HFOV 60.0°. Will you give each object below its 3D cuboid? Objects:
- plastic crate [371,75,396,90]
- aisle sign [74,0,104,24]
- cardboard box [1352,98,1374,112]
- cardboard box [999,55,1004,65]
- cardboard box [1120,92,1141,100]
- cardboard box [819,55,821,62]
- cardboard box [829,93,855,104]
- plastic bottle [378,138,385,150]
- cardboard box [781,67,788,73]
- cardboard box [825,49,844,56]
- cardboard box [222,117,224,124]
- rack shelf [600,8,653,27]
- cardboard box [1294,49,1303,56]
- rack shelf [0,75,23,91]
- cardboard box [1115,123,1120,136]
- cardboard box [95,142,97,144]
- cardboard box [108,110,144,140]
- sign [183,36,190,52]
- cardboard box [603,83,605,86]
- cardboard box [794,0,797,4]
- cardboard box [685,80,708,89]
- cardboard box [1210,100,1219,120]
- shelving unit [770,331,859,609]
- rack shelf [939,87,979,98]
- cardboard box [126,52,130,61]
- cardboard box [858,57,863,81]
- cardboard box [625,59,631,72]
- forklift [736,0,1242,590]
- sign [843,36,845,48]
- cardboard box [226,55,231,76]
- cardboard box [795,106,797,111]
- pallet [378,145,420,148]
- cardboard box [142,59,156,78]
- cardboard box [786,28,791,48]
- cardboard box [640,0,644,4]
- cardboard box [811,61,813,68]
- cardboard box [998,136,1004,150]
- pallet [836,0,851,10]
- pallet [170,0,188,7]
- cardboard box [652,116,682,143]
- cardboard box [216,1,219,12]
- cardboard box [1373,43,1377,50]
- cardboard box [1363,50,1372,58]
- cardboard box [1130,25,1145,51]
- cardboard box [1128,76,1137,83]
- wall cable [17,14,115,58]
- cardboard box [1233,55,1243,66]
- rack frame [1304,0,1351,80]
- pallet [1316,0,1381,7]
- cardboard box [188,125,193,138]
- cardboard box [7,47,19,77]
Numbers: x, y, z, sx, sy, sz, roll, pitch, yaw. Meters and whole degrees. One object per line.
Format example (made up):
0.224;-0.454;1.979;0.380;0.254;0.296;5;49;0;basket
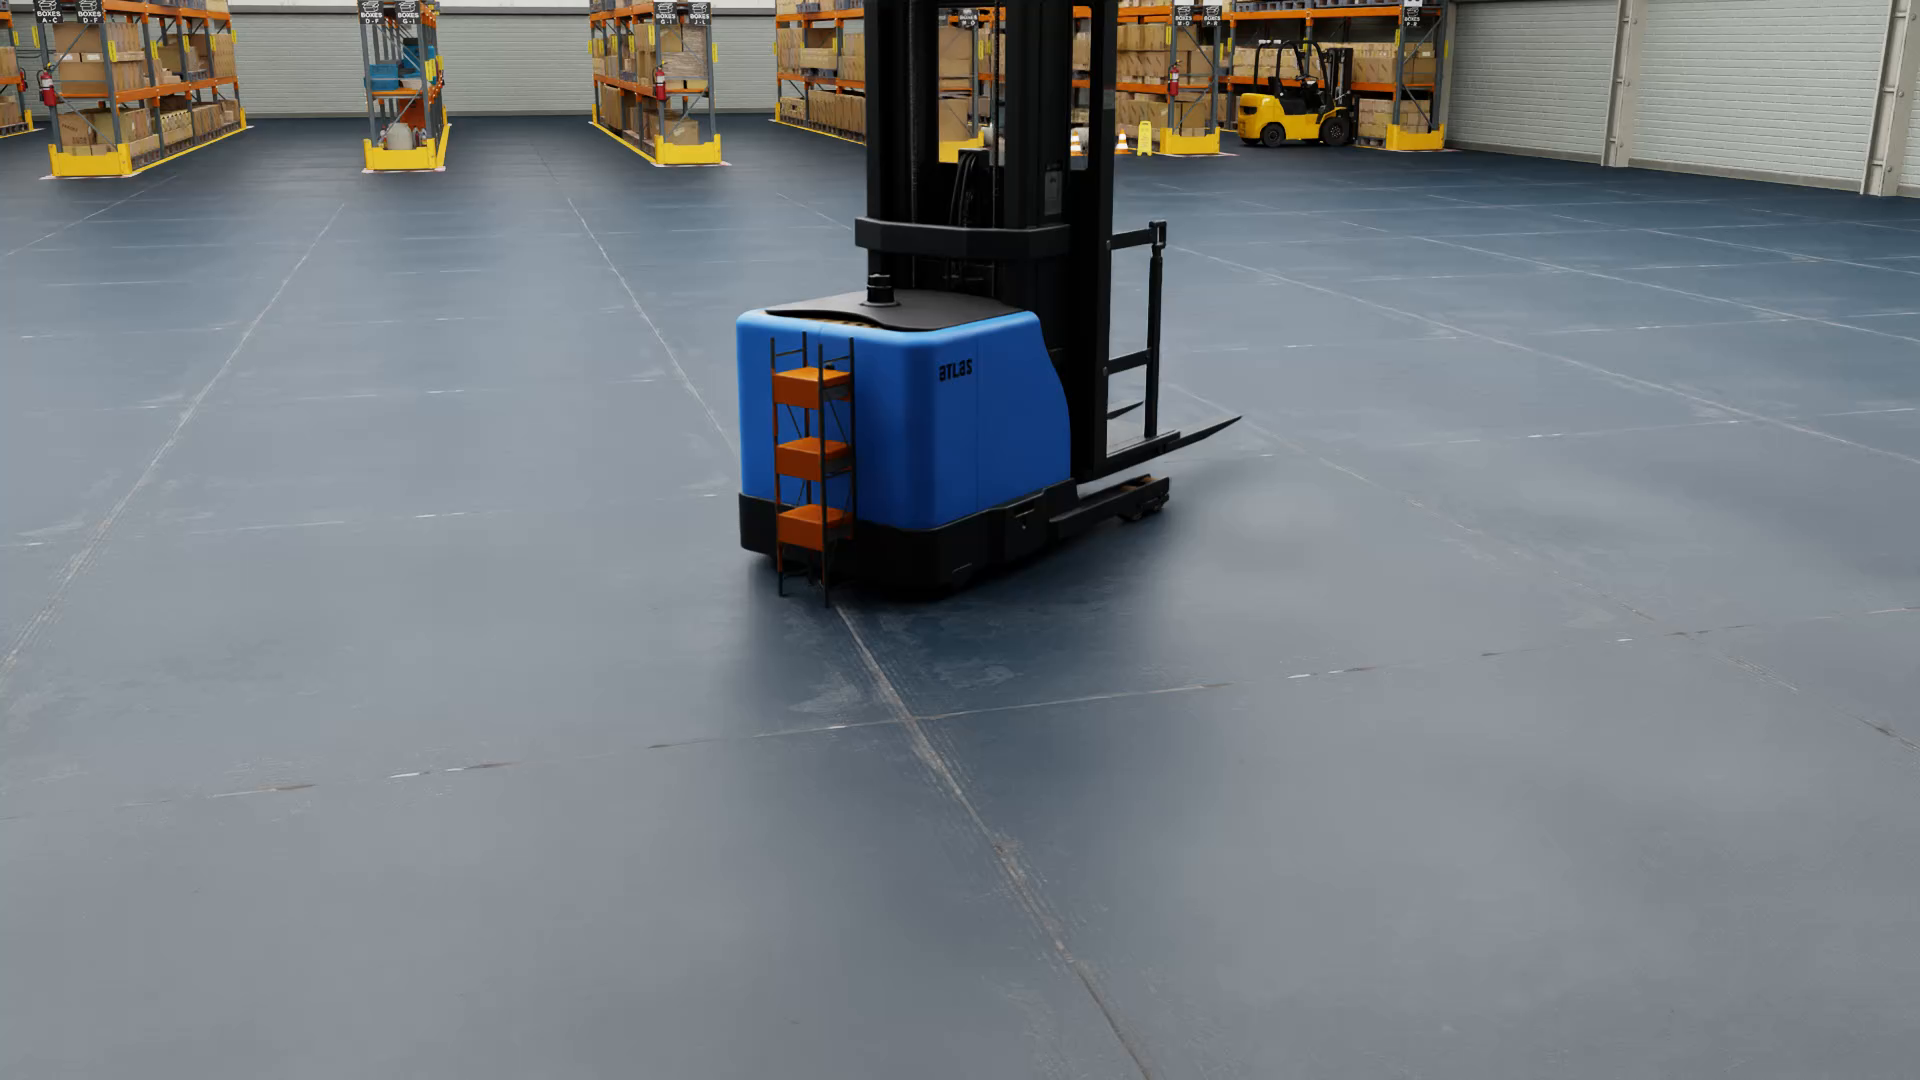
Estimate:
-10.308;-8.154;29.642;0.499;0.251;0.408;-5;17;-15;plastic crate
-14.161;-8.791;26.985;0.394;0.787;0.004;-5;17;-15;aisle sign
8.632;-9.244;35.325;0.500;0.250;0.500;-4;17;-15;cardboard box
1.303;-12.306;42.598;0.500;0.250;0.500;-4;17;-14;cardboard box
3.581;-9.326;34.903;0.380;0.149;0.250;-4;17;-12;cardboard box
-3.141;-11.438;39.507;0.380;0.149;0.250;-5;17;-15;cardboard box
-2.789;-10.431;39.274;0.500;0.250;0.500;-5;17;-17;cardboard box
-10.636;-7.274;30.554;0.097;0.201;0.097;0;17;0;plastic bottle
-4.642;-12.730;45.055;0.380;0.149;0.250;-5;17;-17;cardboard box
-2.925;-11.364;38.743;0.380;0.149;0.250;-5;18;-17;cardboard box
-17.926;-10.085;39.970;0.380;0.166;0.250;-5;17;-15;cardboard box
-7.695;-12.180;38.823;1.077;0.370;4.000;-5;17;-15;rack shelf
7.858;-11.111;37.925;0.380;0.149;0.250;-5;17;-16;cardboard box
-23.083;-10.675;39.027;1.077;0.370;4.000;-5;17;-15;rack shelf
3.542;-8.765;35.466;0.500;0.250;0.500;-4;17;-12;cardboard box
-15.054;-6.686;28.547;0.500;0.250;0.500;-5;17;-15;cardboard box
-14.816;-7.364;29.500;0.500;0.500;0.500;-5;17;-15;cardboard box
-16.139;-10.352;34.688;0.100;0.325;0.005;-5;17;-15;sign
-8.842;-11.509;43.515;0.875;0.875;0.875;-5;17;-15;cardboard box
-3.952;-13.862;42.564;0.500;0.250;0.500;-5;18;-18;cardboard box
-4.796;-8.299;30.304;0.380;0.149;0.250;-5;17;-15;cardboard box
6.704;-10.955;42.323;0.500;0.500;0.500;-5;17;-16;cardboard box
-0.569;-0.275;6.542;0.252;1.050;0.215;12;21;35;shelving unit
-0.700;-8.895;33.100;1.077;0.370;4.000;-5;17;-15;rack shelf
-14.868;-8.522;29.307;0.380;0.149;0.250;-4;17;-13;cardboard box
-1.928;-10.243;36.165;0.500;0.500;0.500;-5;17;-15;cardboard box
-6.906;-10.182;35.667;0.500;0.250;0.500;-5;17;-17;cardboard box
0.342;-1.568;7.578;1.130;2.935;3.031;12;21;35;forklift
-2.916;-12.605;42.188;0.100;0.325;0.005;-5;17;-15;sign
-18.208;-11.629;40.779;0.500;0.500;0.500;-5;17;-15;cardboard box
-4.135;-11.414;43.945;0.380;0.149;0.250;-6;18;-18;cardboard box
-10.664;-7.512;32.094;1.003;0.211;1.213;-5;17;-15;pallet
-15.913;-9.054;32.204;0.500;0.500;0.500;-3;17;-11;cardboard box
-4.270;-13.211;43.788;0.500;0.500;0.500;-5;18;-17;cardboard box
-5.740;-10.219;31.305;0.500;0.250;0.500;-5;17;-16;cardboard box
-3.418;-11.580;40.496;0.380;0.149;0.250;-5;17;-16;cardboard box
0.993;-8.153;34.134;0.396;0.266;0.258;-2;17;-6;cardboard box
-2.121;-12.071;37.538;1.213;0.211;1.003;-4;17;-13;pallet
-16.399;-10.918;33.700;1.213;0.211;1.003;-4;17;-13;pallet
-5.810;-8.161;33.021;0.500;0.500;0.500;1;17;2;cardboard box
-18.077;-12.793;39.874;0.500;0.250;0.500;-5;17;-15;cardboard box
8.859;-10.293;34.686;0.380;0.149;0.250;-5;17;-15;cardboard box
8.701;-10.216;34.946;0.380;0.149;0.250;-5;18;-17;cardboard box
3.860;-10.172;33.673;0.700;0.500;0.500;-5;17;-16;cardboard box
3.699;-9.557;34.491;0.380;0.149;0.250;-5;17;-15;cardboard box
-24.843;-14.552;45.651;3.097;2.526;0.112;-5;17;-15;wall cable
7.017;-11.735;40.698;0.500;0.250;0.500;-5;17;-15;cardboard box
8.253;-10.605;37.544;1.000;3.000;0.127;-5;17;-15;rack frame
8.513;-11.766;36.347;1.003;0.211;1.213;-5;17;-15;pallet
-16.293;-8.511;34.620;0.500;0.250;0.500;-4;17;-14;cardboard box
-23.482;-11.576;40.255;0.980;0.700;0.700;-4;17;-13;cardboard box
